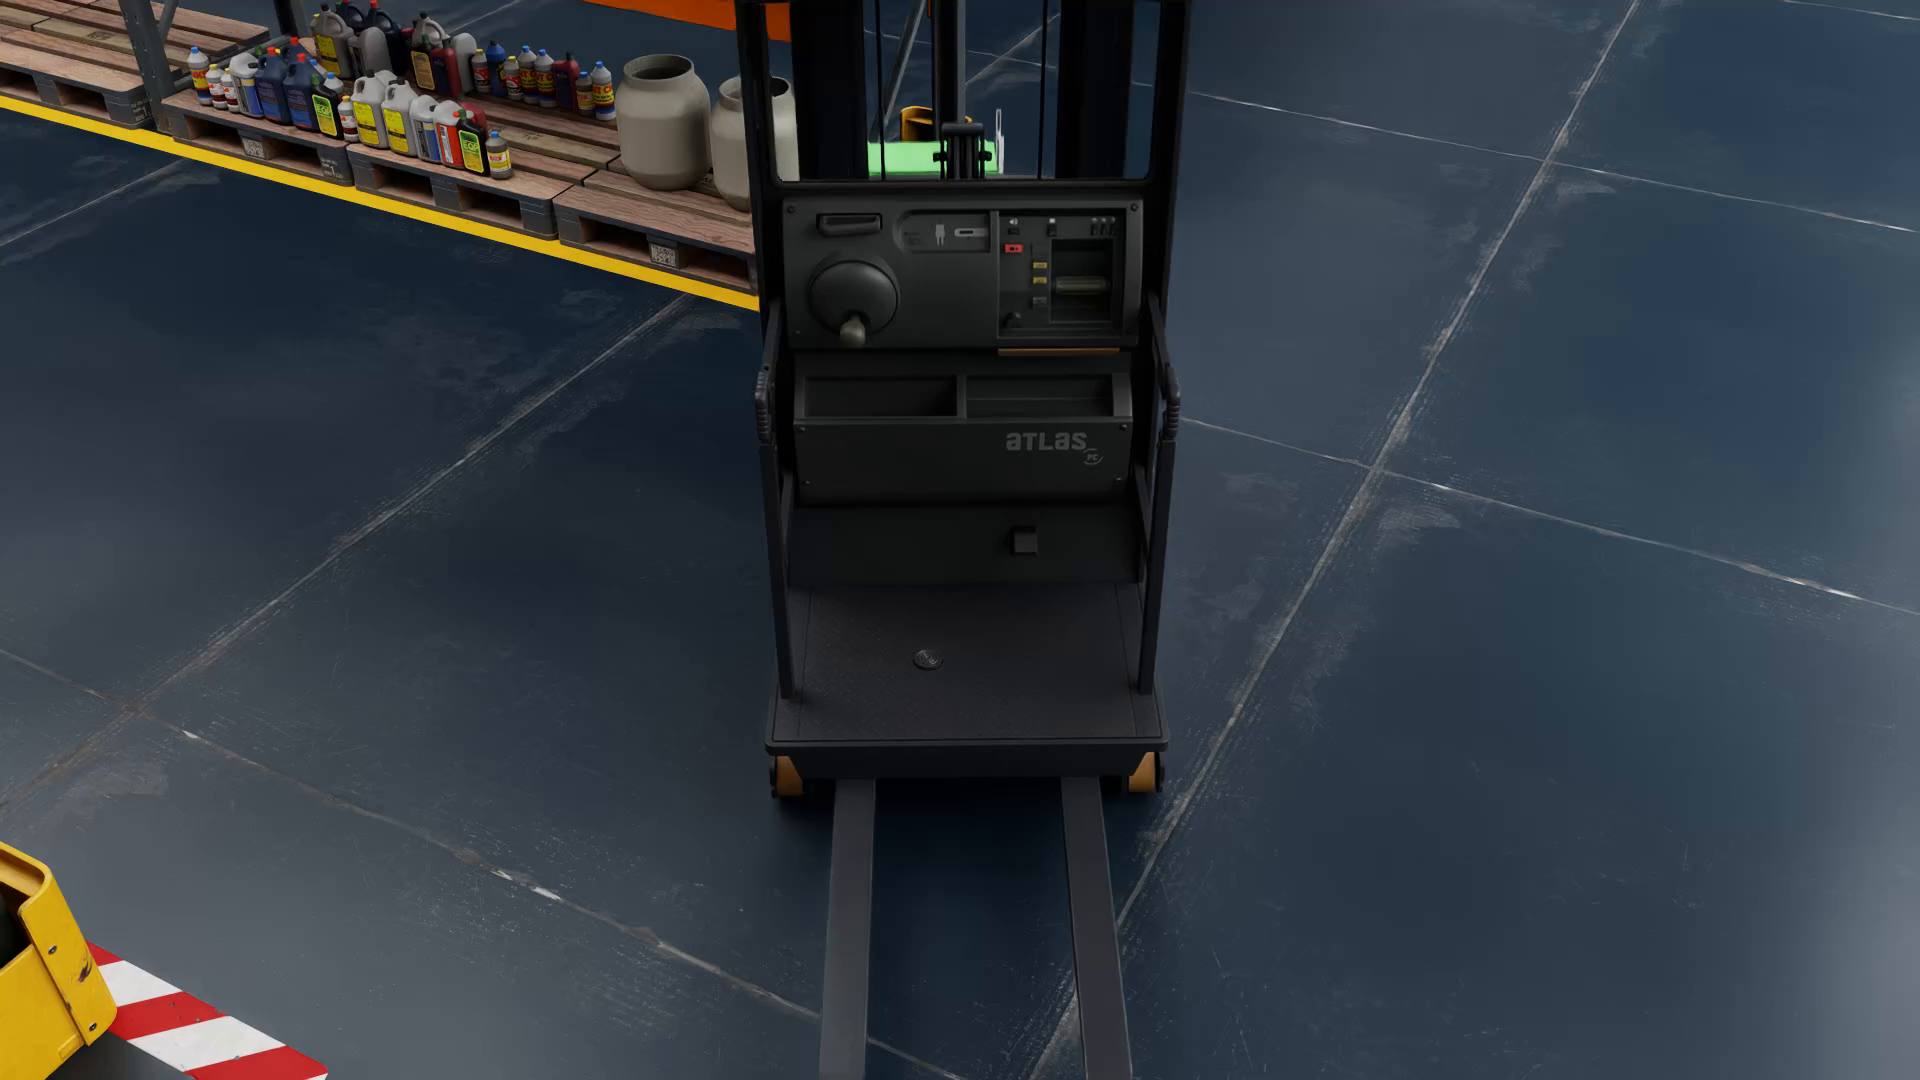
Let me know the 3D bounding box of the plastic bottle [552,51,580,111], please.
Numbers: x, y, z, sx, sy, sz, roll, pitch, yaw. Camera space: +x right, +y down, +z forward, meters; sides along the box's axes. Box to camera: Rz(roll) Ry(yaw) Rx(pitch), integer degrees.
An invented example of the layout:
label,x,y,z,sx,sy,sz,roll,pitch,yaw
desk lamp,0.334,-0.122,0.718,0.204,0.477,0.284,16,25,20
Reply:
label,x,y,z,sx,sy,sz,roll,pitch,yaw
plastic bottle,-1.916,-2.249,8.115,0.133,0.283,0.061,18,41,22

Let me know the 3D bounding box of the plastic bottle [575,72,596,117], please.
label,x,y,z,sx,sy,sz,roll,pitch,yaw
plastic bottle,-1.816,-2.172,8.082,0.097,0.201,0.097,0,37,0

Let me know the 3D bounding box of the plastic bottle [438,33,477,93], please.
label,x,y,z,sx,sy,sz,roll,pitch,yaw
plastic bottle,-2.505,-2.399,8.319,0.135,0.276,0.152,18,41,22

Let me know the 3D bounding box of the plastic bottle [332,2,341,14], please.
label,x,y,z,sx,sy,sz,roll,pitch,yaw
plastic bottle,-3.230,-2.660,8.657,0.133,0.283,0.061,19,41,24

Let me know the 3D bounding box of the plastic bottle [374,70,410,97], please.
label,x,y,z,sx,sy,sz,roll,pitch,yaw
plastic bottle,-2.692,-2.083,7.902,0.135,0.276,0.152,17,41,21

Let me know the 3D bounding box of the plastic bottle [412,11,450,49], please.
label,x,y,z,sx,sy,sz,roll,pitch,yaw
plastic bottle,-2.647,-2.476,8.359,0.185,0.351,0.144,17,40,21

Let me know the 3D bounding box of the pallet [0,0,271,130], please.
label,x,y,z,sx,sy,sz,roll,pitch,yaw
pallet,-4.524,-2.611,9.015,1.213,0.211,1.003,17,41,21

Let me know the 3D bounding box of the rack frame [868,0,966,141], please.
label,x,y,z,sx,sy,sz,roll,pitch,yaw
rack frame,-0.257,-2.412,6.446,0.127,3.000,1.000,17,41,21

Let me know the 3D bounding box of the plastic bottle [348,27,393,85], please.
label,x,y,z,sx,sy,sz,roll,pitch,yaw
plastic bottle,-2.980,-2.450,8.386,0.135,0.276,0.152,17,41,21

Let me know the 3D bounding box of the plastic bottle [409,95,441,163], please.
label,x,y,z,sx,sy,sz,roll,pitch,yaw
plastic bottle,-2.424,-1.901,7.662,0.135,0.276,0.152,16,40,20

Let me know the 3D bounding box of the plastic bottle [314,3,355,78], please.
label,x,y,z,sx,sy,sz,roll,pitch,yaw
plastic bottle,-3.171,-2.542,8.445,0.185,0.351,0.144,17,41,21

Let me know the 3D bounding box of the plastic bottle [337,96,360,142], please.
label,x,y,z,sx,sy,sz,roll,pitch,yaw
plastic bottle,-2.875,-1.993,7.846,0.097,0.201,0.097,0,37,0

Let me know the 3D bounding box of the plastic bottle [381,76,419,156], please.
label,x,y,z,sx,sy,sz,roll,pitch,yaw
plastic bottle,-2.573,-1.974,7.697,0.185,0.351,0.144,19,41,23

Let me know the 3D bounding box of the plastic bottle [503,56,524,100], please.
label,x,y,z,sx,sy,sz,roll,pitch,yaw
plastic bottle,-2.205,-2.294,8.242,0.097,0.201,0.097,0,37,0

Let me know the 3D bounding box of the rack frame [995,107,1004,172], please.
label,x,y,z,sx,sy,sz,roll,pitch,yaw
rack frame,0.135,-0.941,5.997,0.015,1.200,0.240,-1,37,-1

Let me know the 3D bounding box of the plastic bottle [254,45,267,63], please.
label,x,y,z,sx,sy,sz,roll,pitch,yaw
plastic bottle,-3.380,-2.275,8.149,0.133,0.283,0.061,17,41,21

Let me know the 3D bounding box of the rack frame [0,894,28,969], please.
label,x,y,z,sx,sy,sz,roll,pitch,yaw
rack frame,-2.538,0.247,2.944,0.127,3.000,1.000,17,41,21

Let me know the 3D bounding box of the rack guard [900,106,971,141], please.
label,x,y,z,sx,sy,sz,roll,pitch,yaw
rack guard,-0.346,-1.412,7.196,0.348,0.500,1.175,17,41,21

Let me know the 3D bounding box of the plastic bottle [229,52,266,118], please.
label,x,y,z,sx,sy,sz,roll,pitch,yaw
plastic bottle,-3.428,-2.215,8.076,0.135,0.276,0.152,19,41,23

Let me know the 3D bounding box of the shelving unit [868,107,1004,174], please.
label,x,y,z,sx,sy,sz,roll,pitch,yaw
shelving unit,-0.109,-0.938,5.993,0.503,1.200,0.258,-1,37,-1

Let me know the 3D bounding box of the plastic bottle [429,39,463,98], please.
label,x,y,z,sx,sy,sz,roll,pitch,yaw
plastic bottle,-2.553,-2.345,8.241,0.133,0.283,0.061,17,41,21

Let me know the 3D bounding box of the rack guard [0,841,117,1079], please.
label,x,y,z,sx,sy,sz,roll,pitch,yaw
rack guard,-2.517,1.249,3.691,0.348,0.500,1.175,17,41,21

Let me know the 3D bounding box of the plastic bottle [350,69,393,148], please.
label,x,y,z,sx,sy,sz,roll,pitch,yaw
plastic bottle,-2.738,-2.026,7.765,0.185,0.351,0.144,17,40,21

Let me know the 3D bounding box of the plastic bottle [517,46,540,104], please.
label,x,y,z,sx,sy,sz,roll,pitch,yaw
plastic bottle,-2.117,-2.295,8.185,0.097,0.271,0.097,0,37,0

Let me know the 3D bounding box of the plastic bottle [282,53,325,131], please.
label,x,y,z,sx,sy,sz,roll,pitch,yaw
plastic bottle,-3.116,-2.144,7.921,0.185,0.351,0.144,16,40,20

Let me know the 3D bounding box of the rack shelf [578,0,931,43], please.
label,x,y,z,sx,sy,sz,roll,pitch,yaw
rack shelf,-2.033,-2.681,7.396,4.000,0.370,1.077,17,41,21

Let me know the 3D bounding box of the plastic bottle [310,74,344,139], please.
label,x,y,z,sx,sy,sz,roll,pitch,yaw
plastic bottle,-2.988,-2.049,7.851,0.133,0.283,0.061,19,41,23

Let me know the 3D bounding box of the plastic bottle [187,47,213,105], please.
label,x,y,z,sx,sy,sz,roll,pitch,yaw
plastic bottle,-3.728,-2.288,8.176,0.097,0.271,0.097,0,37,0

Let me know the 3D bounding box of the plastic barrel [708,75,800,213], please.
label,x,y,z,sx,sy,sz,roll,pitch,yaw
plastic barrel,-0.877,-1.730,7.258,0.421,0.512,0.421,0,37,0

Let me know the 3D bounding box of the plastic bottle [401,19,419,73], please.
label,x,y,z,sx,sy,sz,roll,pitch,yaw
plastic bottle,-2.770,-2.516,8.467,0.133,0.283,0.061,20,42,24

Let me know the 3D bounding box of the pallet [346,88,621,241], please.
label,x,y,z,sx,sy,sz,roll,pitch,yaw
pallet,-2.144,-1.865,8.033,1.213,0.211,1.003,17,41,21

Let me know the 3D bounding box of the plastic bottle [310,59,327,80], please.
label,x,y,z,sx,sy,sz,roll,pitch,yaw
plastic bottle,-3.099,-2.190,8.046,0.097,0.271,0.097,0,37,0

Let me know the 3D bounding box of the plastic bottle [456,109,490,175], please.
label,x,y,z,sx,sy,sz,roll,pitch,yaw
plastic bottle,-2.202,-1.803,7.527,0.133,0.283,0.061,18,41,23

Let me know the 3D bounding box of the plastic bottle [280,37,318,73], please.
label,x,y,z,sx,sy,sz,roll,pitch,yaw
plastic bottle,-3.217,-2.274,8.092,0.185,0.351,0.144,17,41,21

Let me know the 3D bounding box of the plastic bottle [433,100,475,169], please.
label,x,y,z,sx,sy,sz,roll,pitch,yaw
plastic bottle,-2.301,-1.862,7.611,0.135,0.276,0.152,18,41,22

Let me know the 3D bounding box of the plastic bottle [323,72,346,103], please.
label,x,y,z,sx,sy,sz,roll,pitch,yaw
plastic bottle,-2.968,-2.092,7.918,0.097,0.271,0.097,0,37,0

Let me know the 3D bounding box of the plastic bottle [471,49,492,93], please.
label,x,y,z,sx,sy,sz,roll,pitch,yaw
plastic bottle,-2.387,-2.352,8.318,0.097,0.201,0.097,0,37,0

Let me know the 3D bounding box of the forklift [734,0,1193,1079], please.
label,x,y,z,sx,sy,sz,roll,pitch,yaw
forklift,0.013,-0.625,4.149,1.130,2.935,3.031,-1,37,-1

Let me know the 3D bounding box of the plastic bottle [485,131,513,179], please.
label,x,y,z,sx,sy,sz,roll,pitch,yaw
plastic bottle,-2.090,-1.748,7.522,0.097,0.201,0.097,0,37,0

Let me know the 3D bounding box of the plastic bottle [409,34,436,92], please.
label,x,y,z,sx,sy,sz,roll,pitch,yaw
plastic bottle,-2.672,-2.387,8.297,0.133,0.283,0.061,17,41,21

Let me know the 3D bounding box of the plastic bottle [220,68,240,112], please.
label,x,y,z,sx,sy,sz,roll,pitch,yaw
plastic bottle,-3.547,-2.204,8.123,0.097,0.201,0.097,0,37,0

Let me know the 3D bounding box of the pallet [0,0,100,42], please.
label,x,y,z,sx,sy,sz,roll,pitch,yaw
pallet,-5.612,-2.949,9.461,1.213,0.211,1.003,17,41,21

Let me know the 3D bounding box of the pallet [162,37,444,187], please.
label,x,y,z,sx,sy,sz,roll,pitch,yaw
pallet,-3.232,-2.204,8.479,1.213,0.211,1.003,17,41,21

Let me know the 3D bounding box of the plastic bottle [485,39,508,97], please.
label,x,y,z,sx,sy,sz,roll,pitch,yaw
plastic bottle,-2.297,-2.351,8.259,0.097,0.271,0.097,0,37,0

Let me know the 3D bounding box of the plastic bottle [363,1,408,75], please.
label,x,y,z,sx,sy,sz,roll,pitch,yaw
plastic bottle,-2.934,-2.566,8.477,0.185,0.351,0.144,15,40,19

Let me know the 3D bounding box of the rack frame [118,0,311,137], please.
label,x,y,z,sx,sy,sz,roll,pitch,yaw
rack frame,-3.809,-3.524,7.911,0.127,3.000,1.000,17,41,21

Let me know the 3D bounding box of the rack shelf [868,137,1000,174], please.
label,x,y,z,sx,sy,sz,roll,pitch,yaw
rack shelf,-0.109,-1.269,5.741,0.480,0.148,0.258,-1,37,-1

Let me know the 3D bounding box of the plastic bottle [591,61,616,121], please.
label,x,y,z,sx,sy,sz,roll,pitch,yaw
plastic bottle,-1.724,-2.172,8.023,0.097,0.271,0.097,0,37,0

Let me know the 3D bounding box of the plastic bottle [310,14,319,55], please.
label,x,y,z,sx,sy,sz,roll,pitch,yaw
plastic bottle,-3.344,-2.651,8.712,0.097,0.201,0.097,0,37,0

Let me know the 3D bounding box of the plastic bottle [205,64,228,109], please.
label,x,y,z,sx,sy,sz,roll,pitch,yaw
plastic bottle,-3.637,-2.232,8.160,0.097,0.201,0.097,0,37,0

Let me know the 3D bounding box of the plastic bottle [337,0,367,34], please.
label,x,y,z,sx,sy,sz,roll,pitch,yaw
plastic bottle,-3.105,-2.620,8.547,0.185,0.351,0.144,16,40,20

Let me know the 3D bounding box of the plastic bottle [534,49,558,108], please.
label,x,y,z,sx,sy,sz,roll,pitch,yaw
plastic bottle,-2.028,-2.267,8.148,0.097,0.271,0.097,0,37,0

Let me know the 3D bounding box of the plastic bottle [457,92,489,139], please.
label,x,y,z,sx,sy,sz,roll,pitch,yaw
plastic bottle,-2.252,-1.922,7.684,0.133,0.283,0.061,17,41,21

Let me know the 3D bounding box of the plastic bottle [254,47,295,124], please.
label,x,y,z,sx,sy,sz,roll,pitch,yaw
plastic bottle,-3.283,-2.197,7.990,0.185,0.351,0.144,18,41,23

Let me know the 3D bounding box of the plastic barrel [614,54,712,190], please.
label,x,y,z,sx,sy,sz,roll,pitch,yaw
plastic barrel,-1.322,-1.869,7.442,0.421,0.512,0.421,0,37,0

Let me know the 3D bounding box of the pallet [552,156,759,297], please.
label,x,y,z,sx,sy,sz,roll,pitch,yaw
pallet,-1.065,-1.526,7.585,1.213,0.211,1.003,17,41,21
